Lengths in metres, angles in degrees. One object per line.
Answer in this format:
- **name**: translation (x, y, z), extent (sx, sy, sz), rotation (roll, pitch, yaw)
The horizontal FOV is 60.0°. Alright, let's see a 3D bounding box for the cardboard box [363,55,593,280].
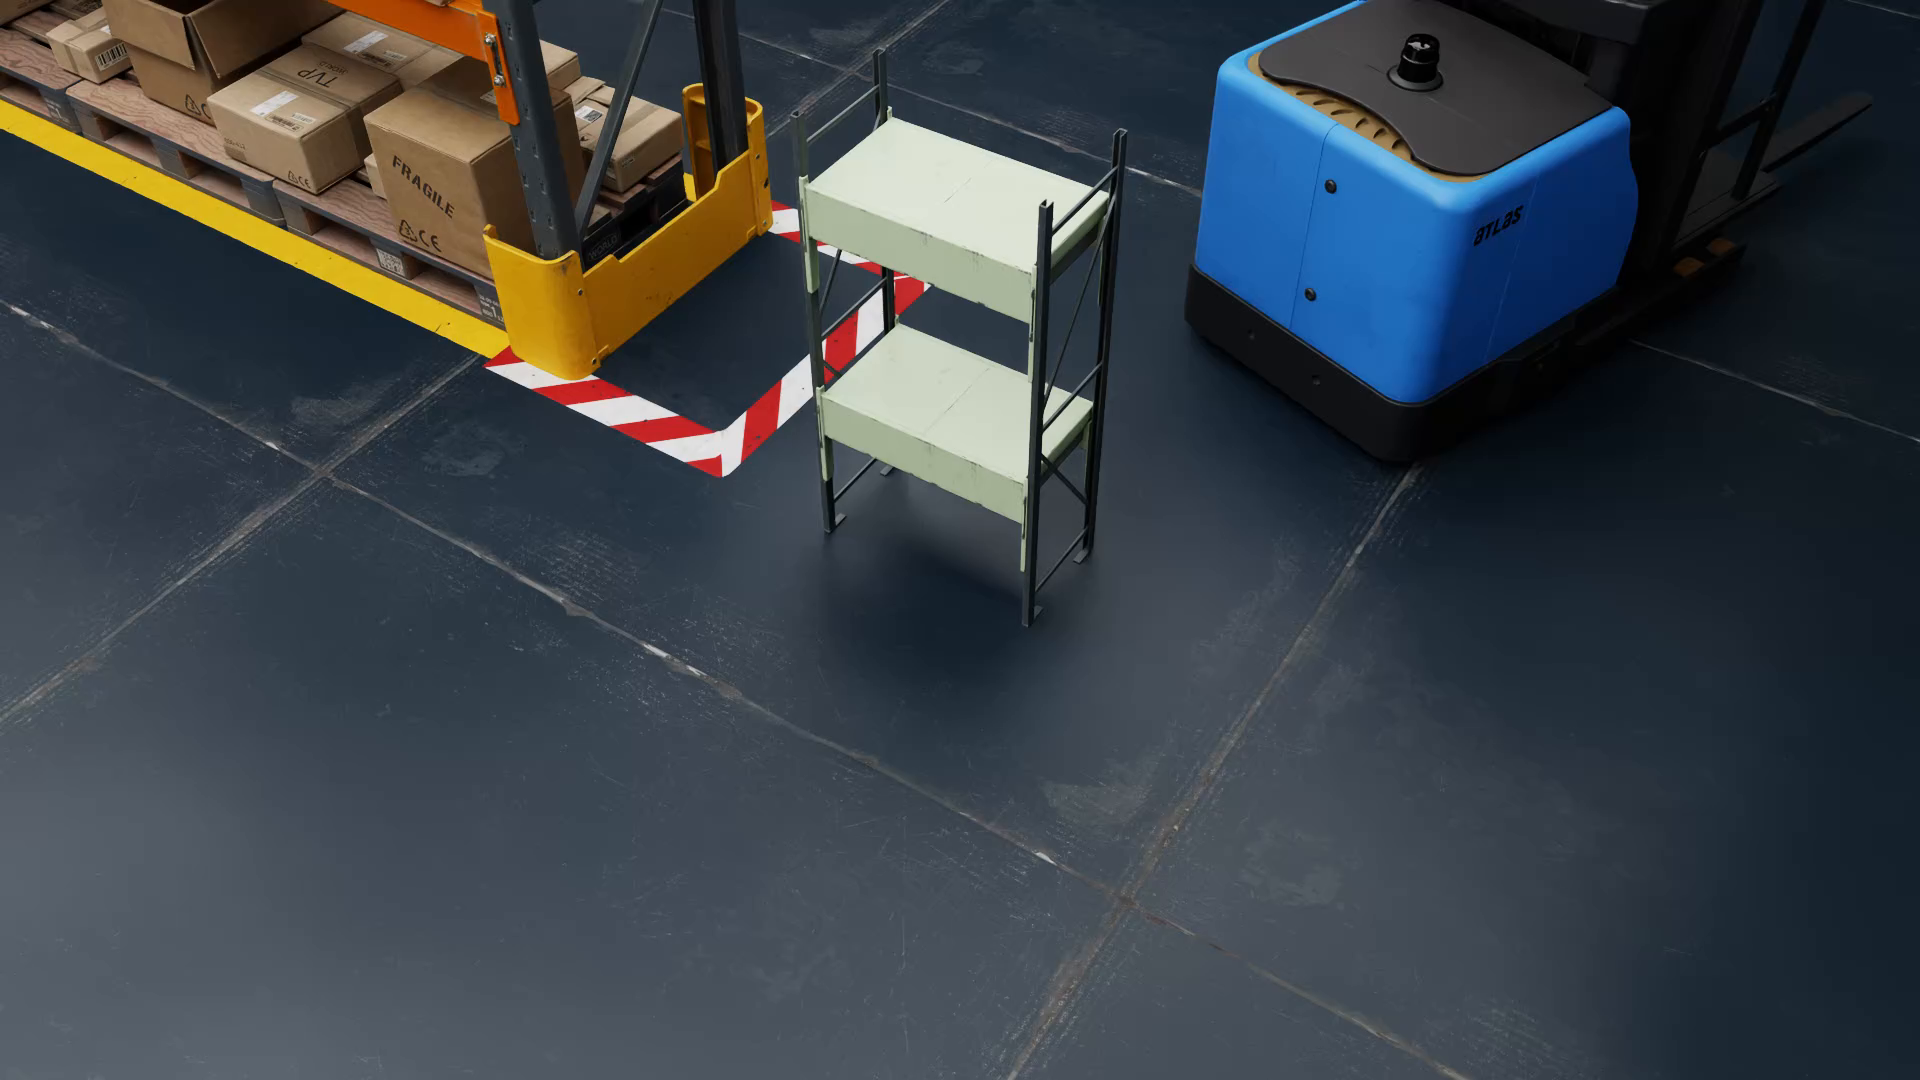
- **cardboard box**: translation (-1.685, -1.316, 5.873), extent (0.500, 0.500, 0.500), rotation (25, 51, 22)

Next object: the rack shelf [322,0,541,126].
- **rack shelf**: translation (-2.778, -2.495, 6.085), extent (4.000, 0.370, 1.077), rotation (25, 51, 22)

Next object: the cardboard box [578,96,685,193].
- **cardboard box**: translation (-1.262, -1.501, 6.298), extent (0.250, 0.149, 0.380), rotation (25, 51, 22)

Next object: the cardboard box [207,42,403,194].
- **cardboard box**: translation (-2.469, -1.615, 6.338), extent (0.500, 0.250, 0.500), rotation (25, 51, 22)

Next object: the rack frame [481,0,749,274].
- **rack frame**: translation (-1.095, -1.972, 5.074), extent (0.127, 3.000, 1.000), rotation (25, 51, 22)

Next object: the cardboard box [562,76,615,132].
- **cardboard box**: translation (-1.472, -1.604, 6.386), extent (0.250, 0.166, 0.380), rotation (25, 51, 22)

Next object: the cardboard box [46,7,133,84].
- **cardboard box**: translation (-3.492, -2.064, 6.833), extent (0.250, 0.166, 0.380), rotation (25, 51, 22)

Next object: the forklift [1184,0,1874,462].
- **forklift**: translation (2.269, -2.159, 5.304), extent (3.031, 2.935, 1.130), rotation (-29, 53, -26)

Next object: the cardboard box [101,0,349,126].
- **cardboard box**: translation (-2.878, -2.079, 6.613), extent (0.637, 0.503, 0.797), rotation (25, 51, 22)

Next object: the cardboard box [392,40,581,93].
- **cardboard box**: translation (-1.820, -1.742, 6.462), extent (0.500, 0.250, 0.500), rotation (25, 51, 22)

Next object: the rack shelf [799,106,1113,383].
- **rack shelf**: translation (-0.006, -0.797, 4.435), extent (0.720, 0.370, 0.431), rotation (25, 51, 22)

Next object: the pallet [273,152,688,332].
- **pallet**: translation (-1.830, -1.337, 6.403), extent (1.213, 0.211, 1.003), rotation (25, 51, 22)

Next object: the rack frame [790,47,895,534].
- **rack frame**: translation (-0.314, -0.667, 4.852), extent (0.023, 1.500, 0.400), rotation (25, 51, 22)

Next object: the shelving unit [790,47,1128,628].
- **shelving unit**: translation (-0.006, -0.525, 4.715), extent (0.755, 1.500, 0.431), rotation (25, 51, 22)

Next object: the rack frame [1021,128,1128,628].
- **rack frame**: translation (0.302, -0.384, 4.577), extent (0.023, 1.500, 0.400), rotation (25, 51, 22)

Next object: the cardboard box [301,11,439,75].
- **cardboard box**: translation (-2.241, -1.936, 6.650), extent (0.500, 0.250, 0.500), rotation (25, 51, 22)

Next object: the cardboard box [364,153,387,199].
- **cardboard box**: translation (-1.978, -1.411, 6.198), extent (0.250, 0.166, 0.380), rotation (25, 51, 22)

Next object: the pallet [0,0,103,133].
- **pallet**: translation (-3.884, -2.282, 7.321), extent (1.213, 0.211, 1.003), rotation (25, 51, 22)

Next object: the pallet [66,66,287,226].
- **pallet**: translation (-2.853, -1.810, 6.862), extent (1.213, 0.211, 1.003), rotation (25, 51, 22)

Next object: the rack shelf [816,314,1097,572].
- **rack shelf**: translation (-0.006, -0.298, 4.948), extent (0.720, 0.370, 0.431), rotation (25, 51, 22)

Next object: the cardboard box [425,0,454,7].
- **cardboard box**: translation (-1.619, -2.016, 5.047), extent (0.500, 0.500, 0.500), rotation (26, 51, 23)

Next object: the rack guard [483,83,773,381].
- **rack guard**: translation (-1.159, -1.130, 6.000), extent (0.348, 0.500, 1.175), rotation (25, 51, 22)
